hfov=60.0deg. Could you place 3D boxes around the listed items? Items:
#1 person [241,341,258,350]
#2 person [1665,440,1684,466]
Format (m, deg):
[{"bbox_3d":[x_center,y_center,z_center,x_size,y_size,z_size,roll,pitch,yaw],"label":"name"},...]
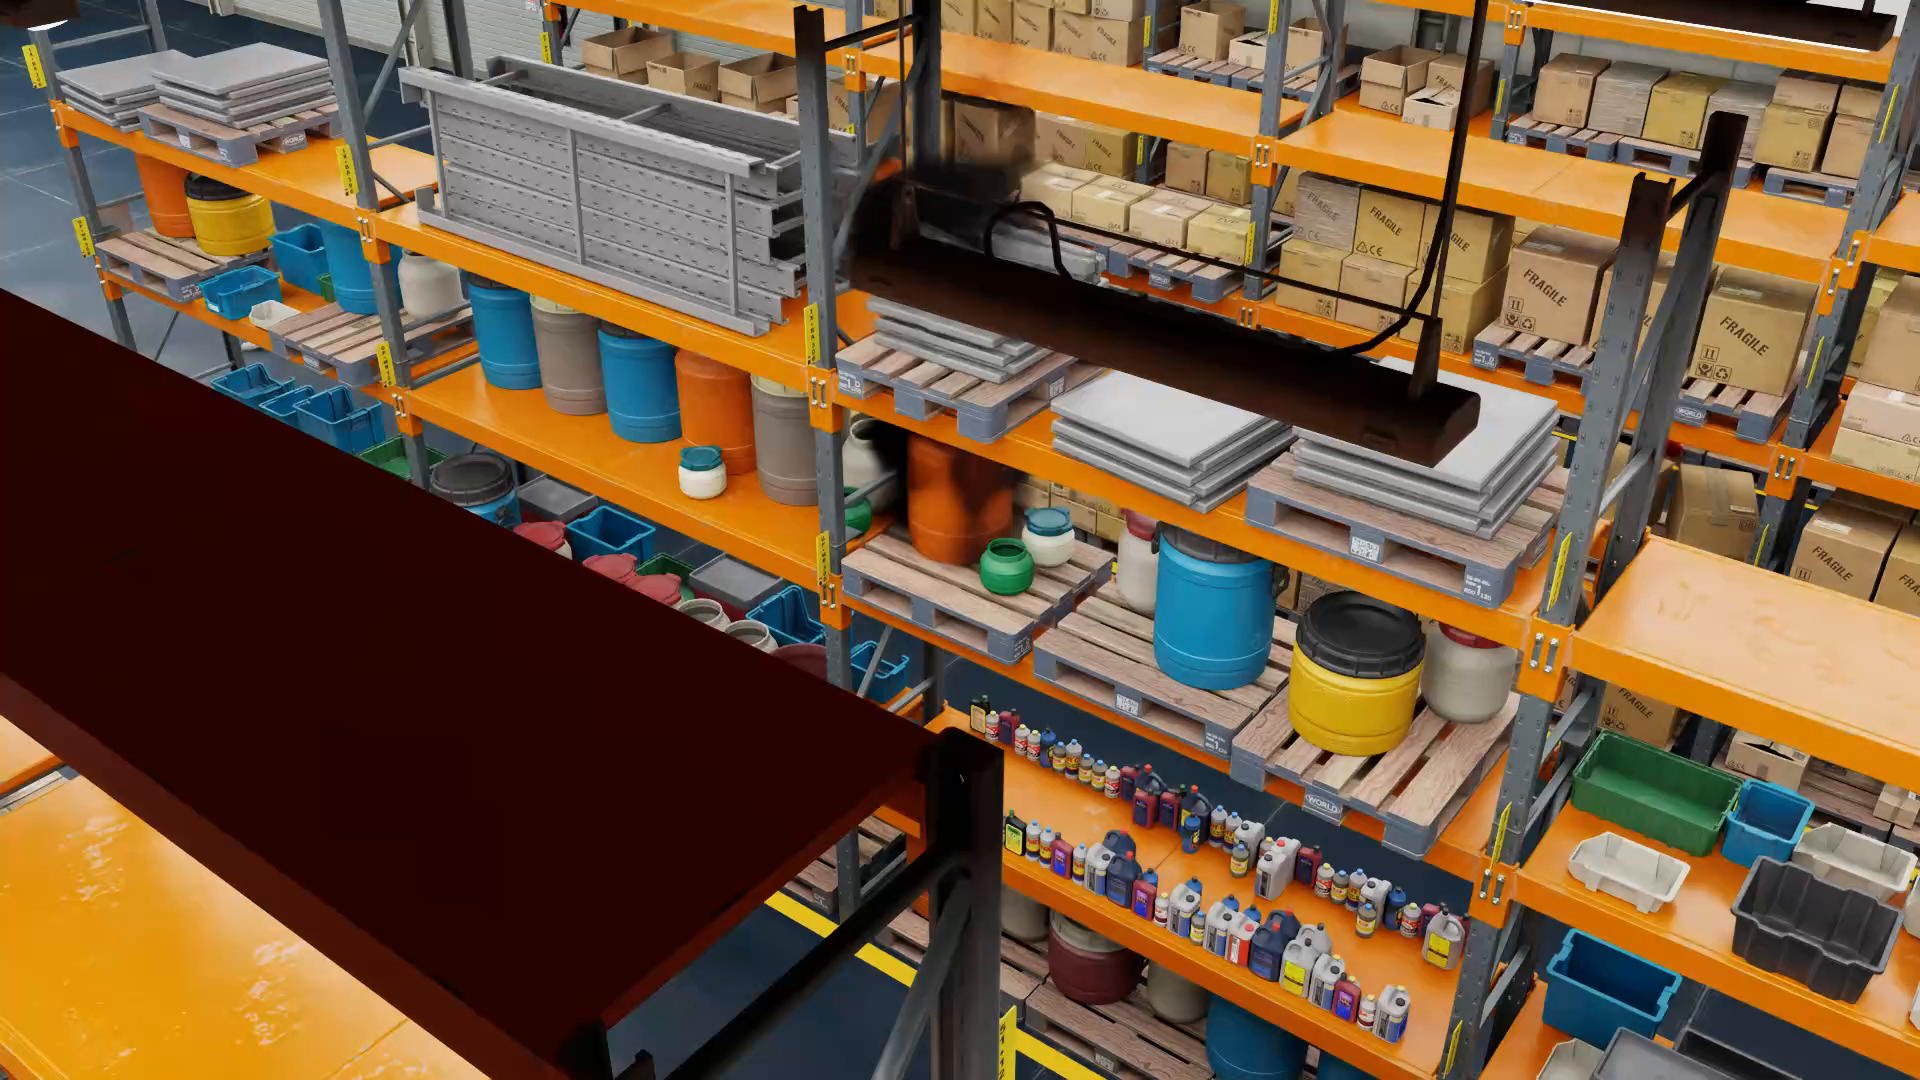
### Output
[{"bbox_3d":[-8.061,-2.926,18.404,0.592,1.737,0.683,-19,36,-29],"label":"person"},{"bbox_3d":[5.730,-0.288,14.137,0.794,1.797,0.638,15,35,23],"label":"person"}]
